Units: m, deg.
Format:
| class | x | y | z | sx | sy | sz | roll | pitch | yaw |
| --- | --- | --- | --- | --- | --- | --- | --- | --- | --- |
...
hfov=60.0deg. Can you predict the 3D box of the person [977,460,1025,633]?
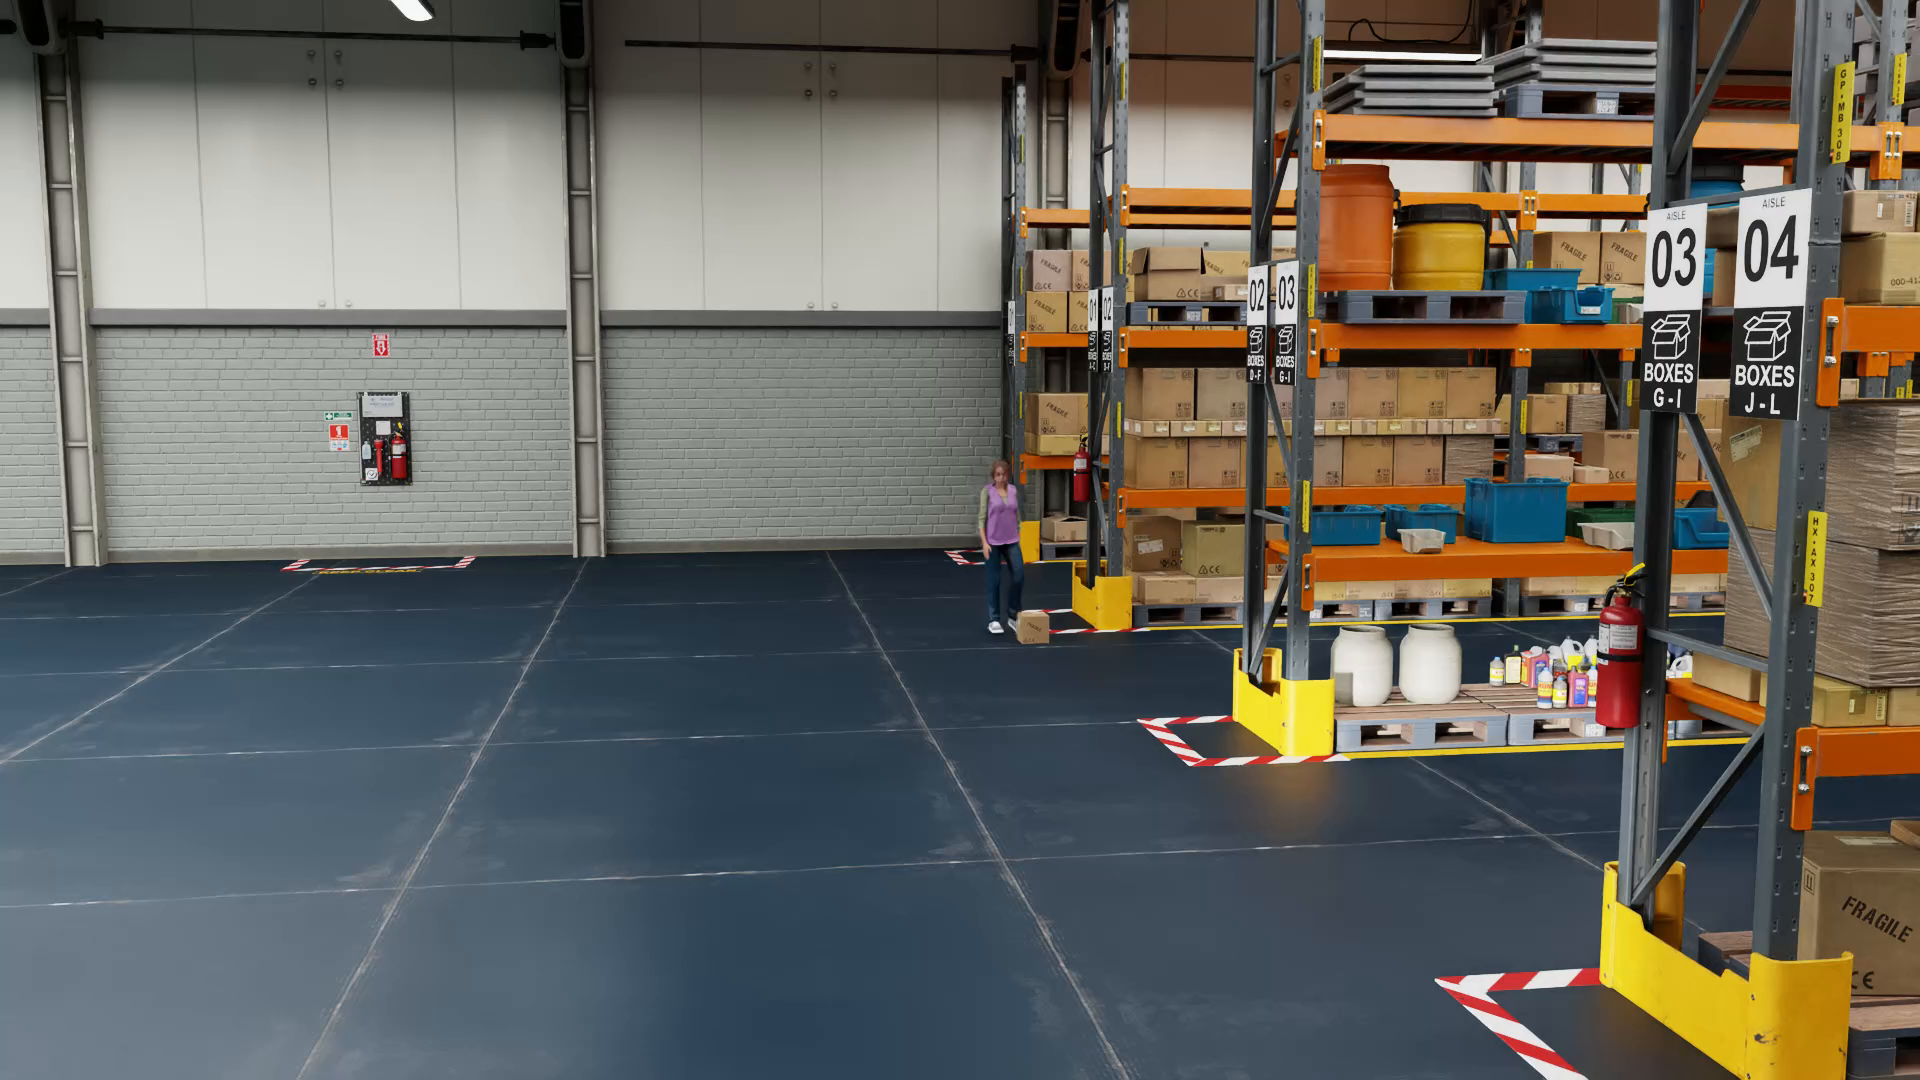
| class | x | y | z | sx | sy | sz | roll | pitch | yaw |
| --- | --- | --- | --- | --- | --- | --- | --- | --- | --- |
| person | 0.384 | 0.079 | 15.373 | 0.459 | 1.648 | 0.335 | -2 | 7 | -18 |
